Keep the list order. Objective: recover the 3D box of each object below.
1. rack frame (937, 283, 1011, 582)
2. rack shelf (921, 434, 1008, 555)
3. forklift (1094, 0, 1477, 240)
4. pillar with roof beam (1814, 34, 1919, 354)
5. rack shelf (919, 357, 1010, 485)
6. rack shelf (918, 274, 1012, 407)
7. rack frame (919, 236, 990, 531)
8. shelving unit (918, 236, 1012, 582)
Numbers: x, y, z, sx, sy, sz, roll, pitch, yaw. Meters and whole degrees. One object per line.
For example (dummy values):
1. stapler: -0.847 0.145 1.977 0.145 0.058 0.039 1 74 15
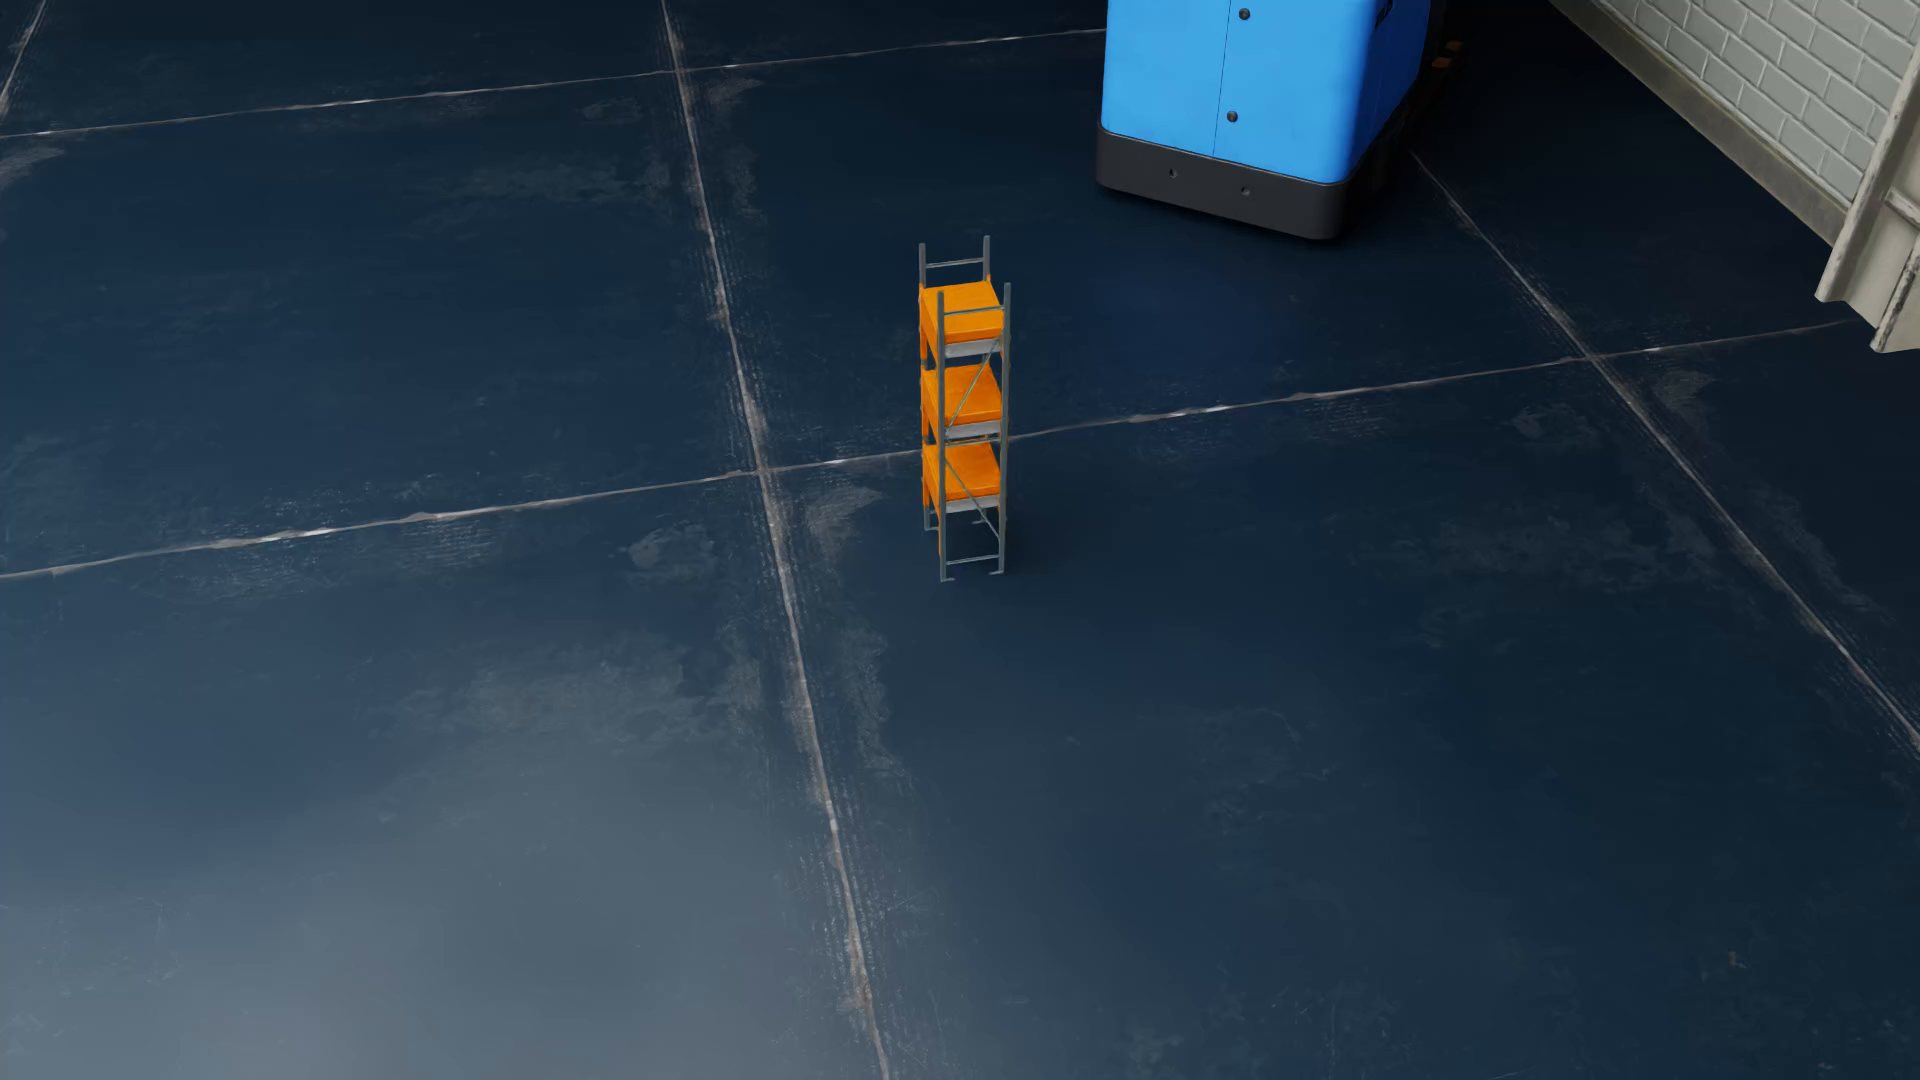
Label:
1. rack frame: 0.038 -0.279 4.773 0.200 1.050 0.008 -8 42 -9
2. rack shelf: 0.012 -0.142 5.054 0.215 0.259 0.240 -8 42 -9
3. forklift: 1.677 -3.234 6.685 1.130 2.935 3.031 19 45 20
4. pillar with roof beam: -0.779 -3.573 2.496 9.100 9.000 0.400 -8 42 -9
5. rack shelf: 0.012 -0.350 4.869 0.215 0.259 0.240 -8 42 -9
6. rack shelf: 0.012 -0.562 4.681 0.215 0.259 0.240 -8 42 -9
7. rack frame: -0.015 -0.437 4.951 0.200 1.050 0.008 -8 42 -9
8. shelving unit: 0.012 -0.358 4.862 0.215 1.050 0.252 -8 42 -9
